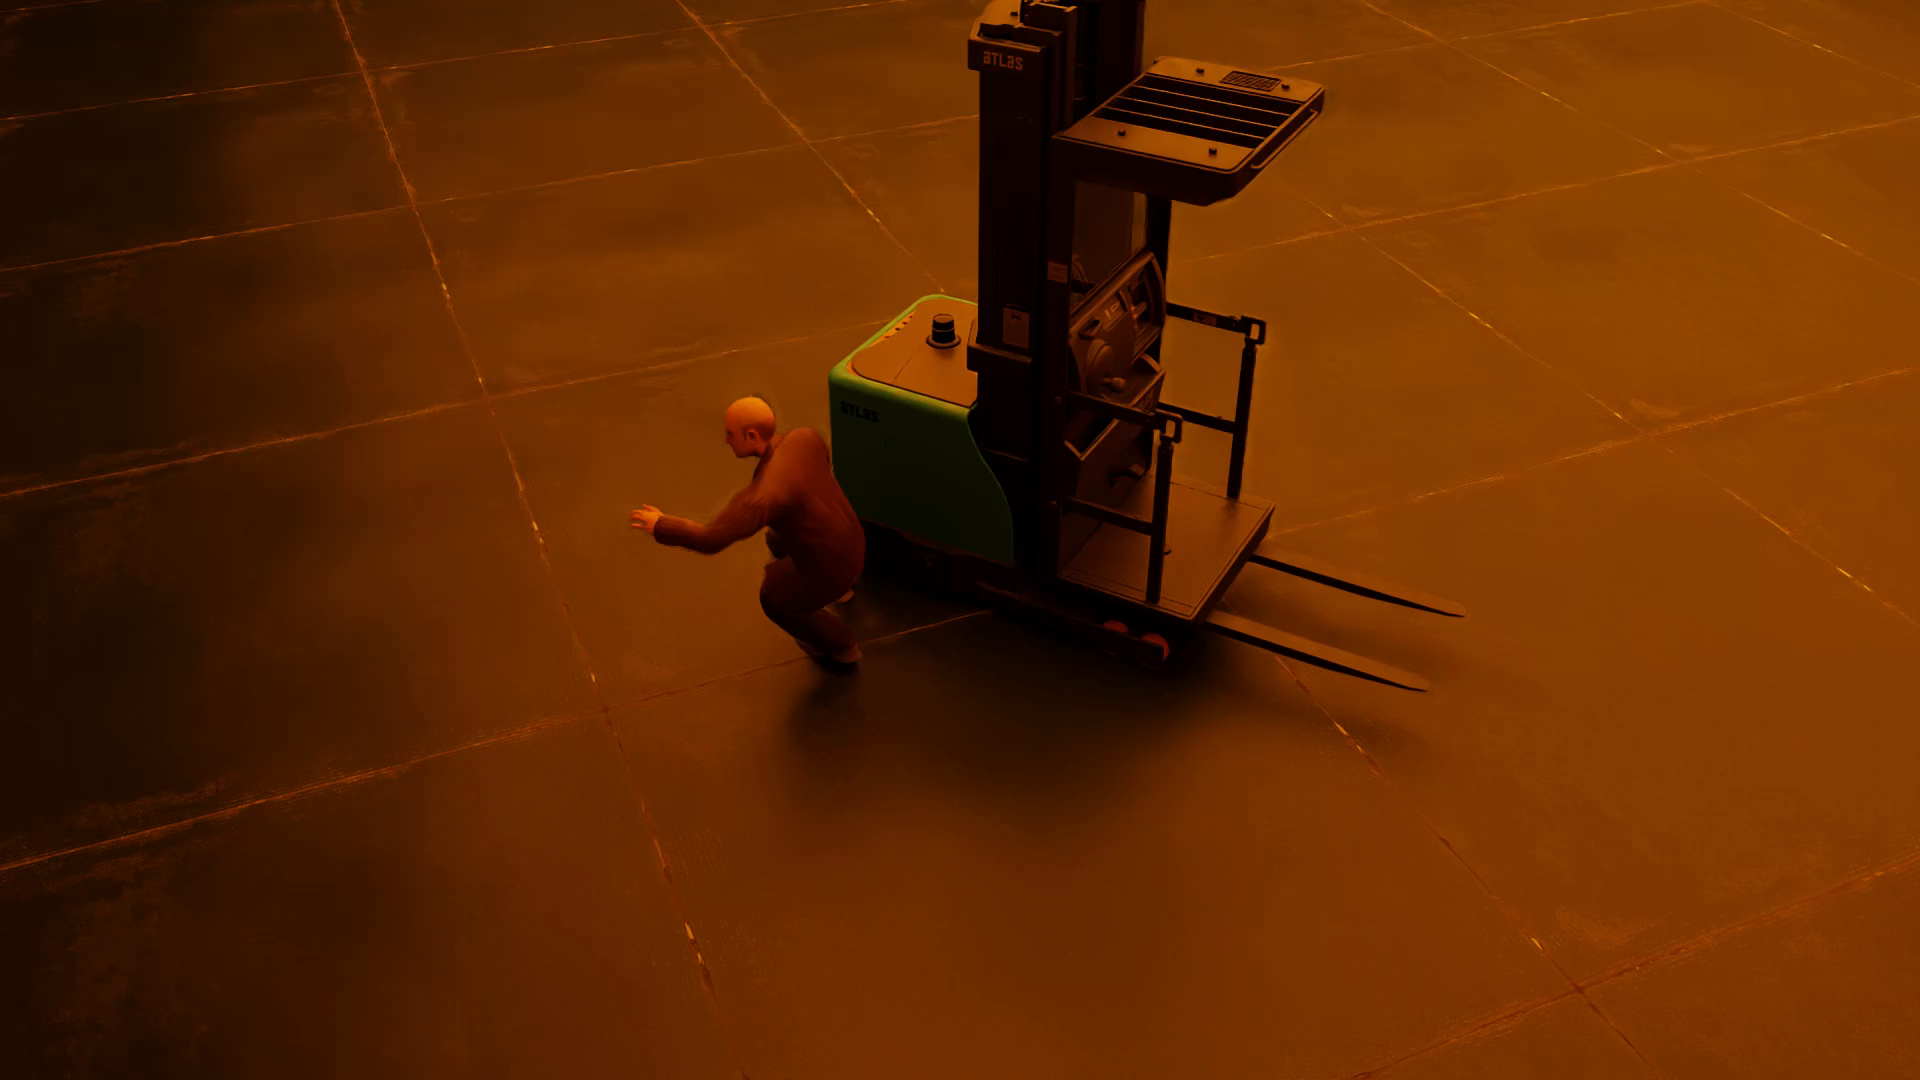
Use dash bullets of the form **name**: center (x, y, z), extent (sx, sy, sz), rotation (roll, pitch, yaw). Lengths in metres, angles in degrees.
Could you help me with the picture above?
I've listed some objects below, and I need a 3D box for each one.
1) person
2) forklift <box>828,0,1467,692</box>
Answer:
- **person**: center (-0.861, -0.052, 7.391), extent (0.949, 1.529, 1.245), rotation (5, 36, 7)
- **forklift**: center (0.893, -0.947, 7.431), extent (3.031, 2.935, 1.130), rotation (18, 39, 23)
